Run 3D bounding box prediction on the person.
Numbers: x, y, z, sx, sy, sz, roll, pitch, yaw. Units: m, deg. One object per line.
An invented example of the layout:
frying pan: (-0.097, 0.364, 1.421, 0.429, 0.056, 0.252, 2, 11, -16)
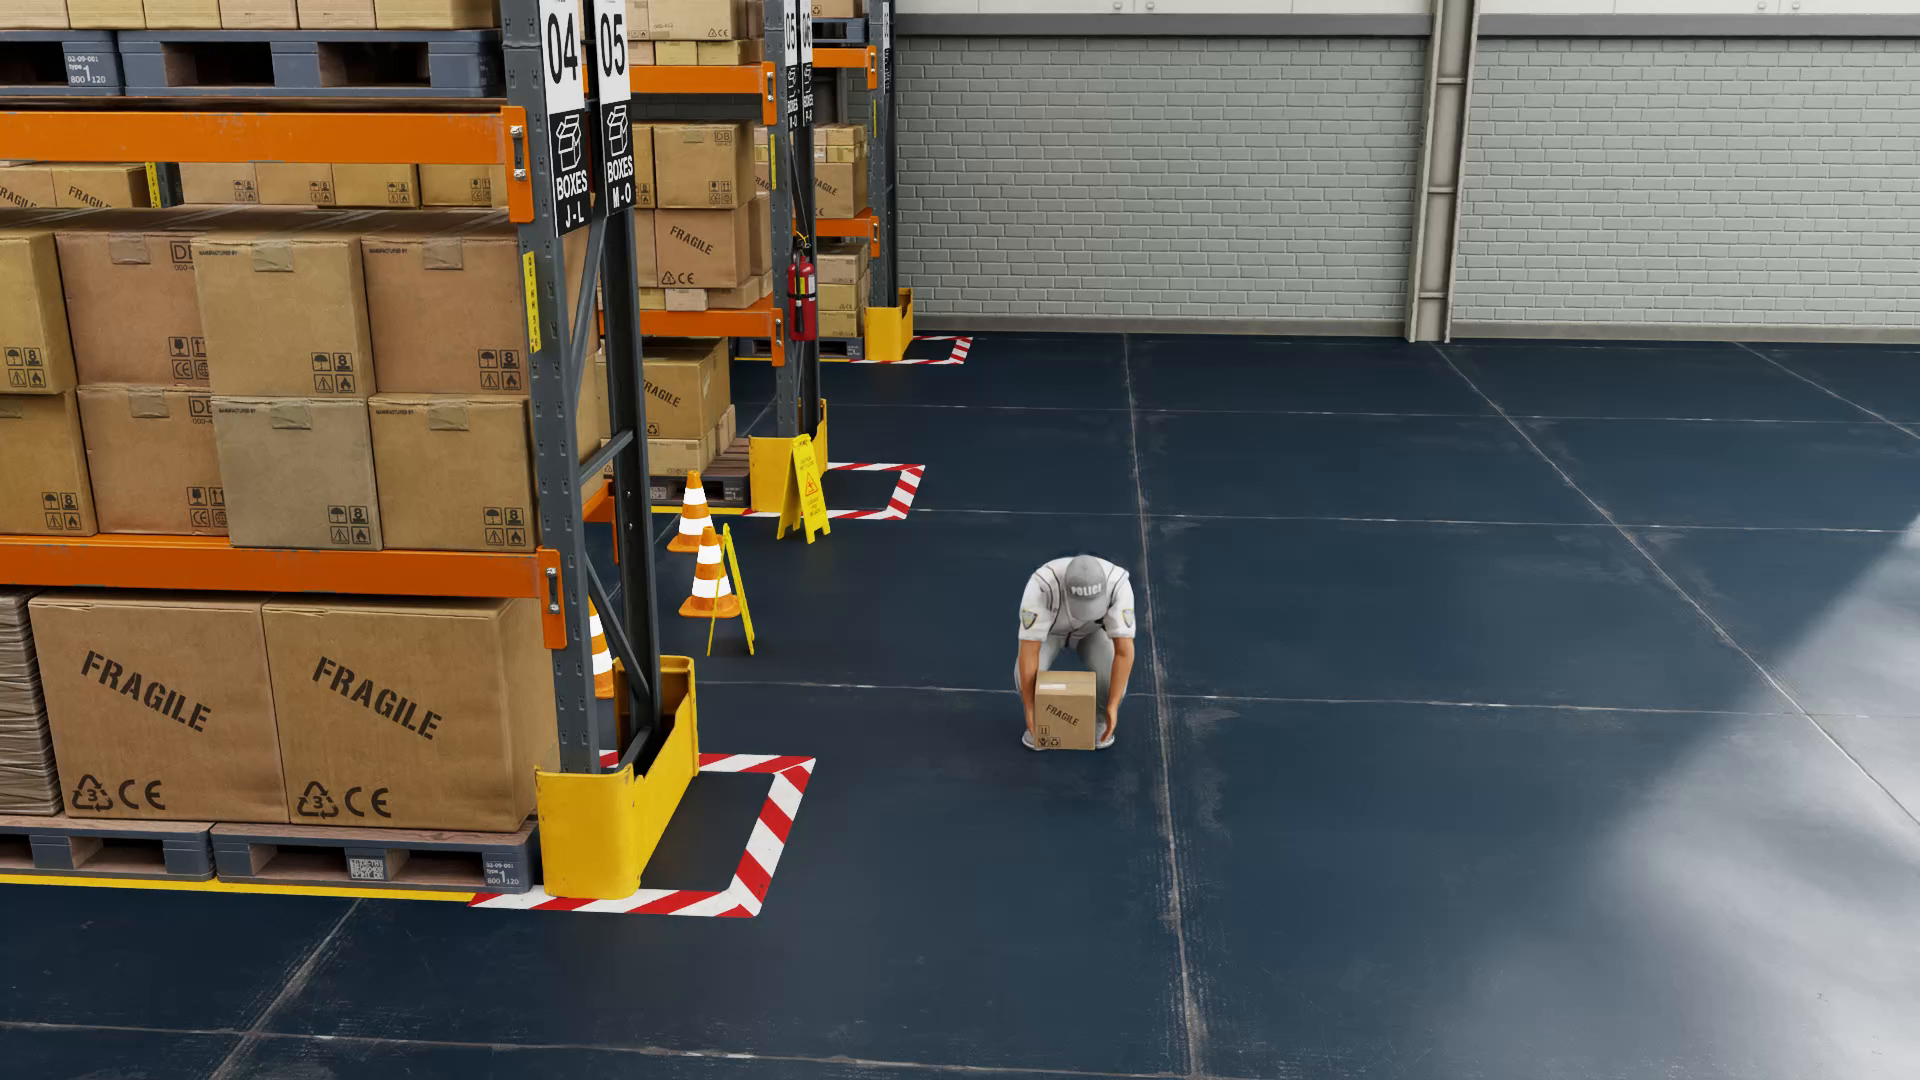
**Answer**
person: (0.488, 0.479, 7.267, 0.516, 0.932, 0.856, 1, 18, 4)
